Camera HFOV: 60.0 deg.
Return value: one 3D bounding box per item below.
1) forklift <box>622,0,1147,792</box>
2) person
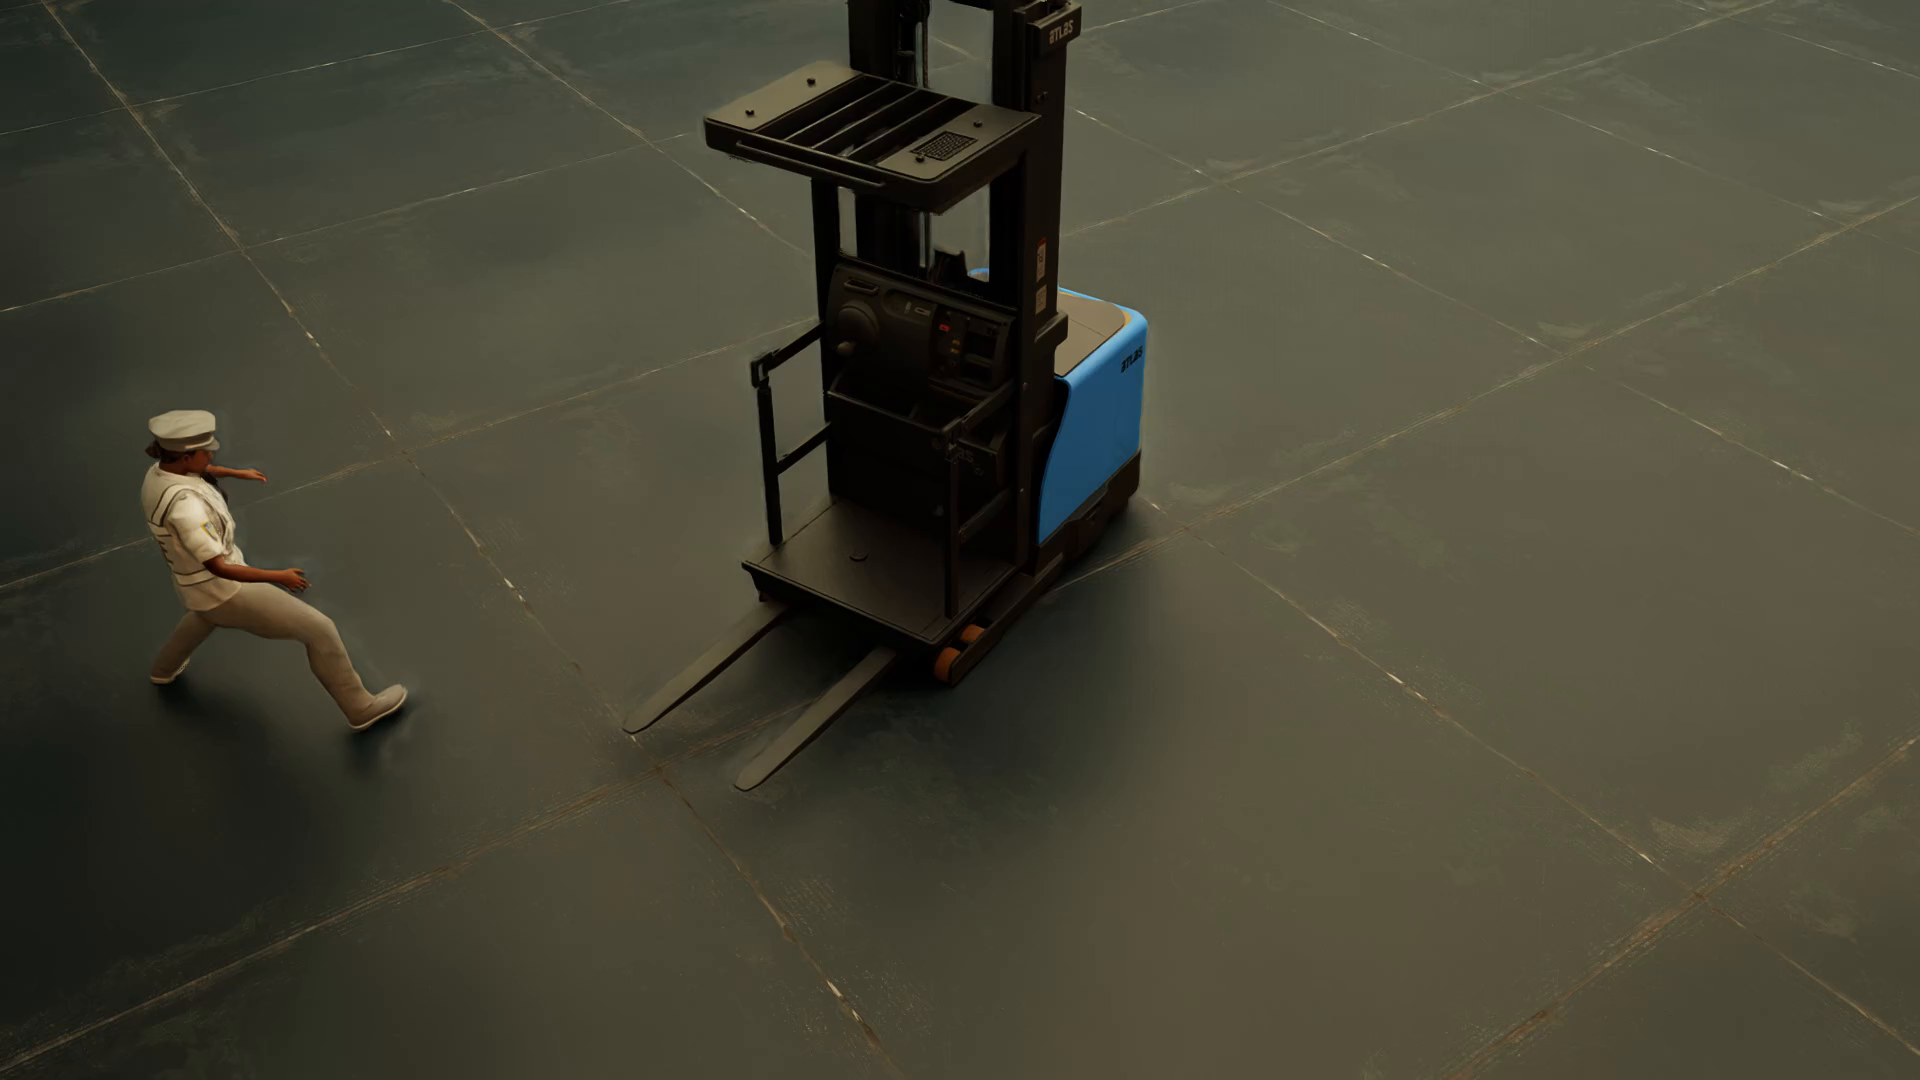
[{"bbox_3d":[-0.304,-0.849,7.093,1.130,2.935,3.031,22,42,26],"label":"forklift"},{"bbox_3d":[-3.072,0.093,7.066,0.937,1.509,1.026,-21,42,-26],"label":"person"}]
